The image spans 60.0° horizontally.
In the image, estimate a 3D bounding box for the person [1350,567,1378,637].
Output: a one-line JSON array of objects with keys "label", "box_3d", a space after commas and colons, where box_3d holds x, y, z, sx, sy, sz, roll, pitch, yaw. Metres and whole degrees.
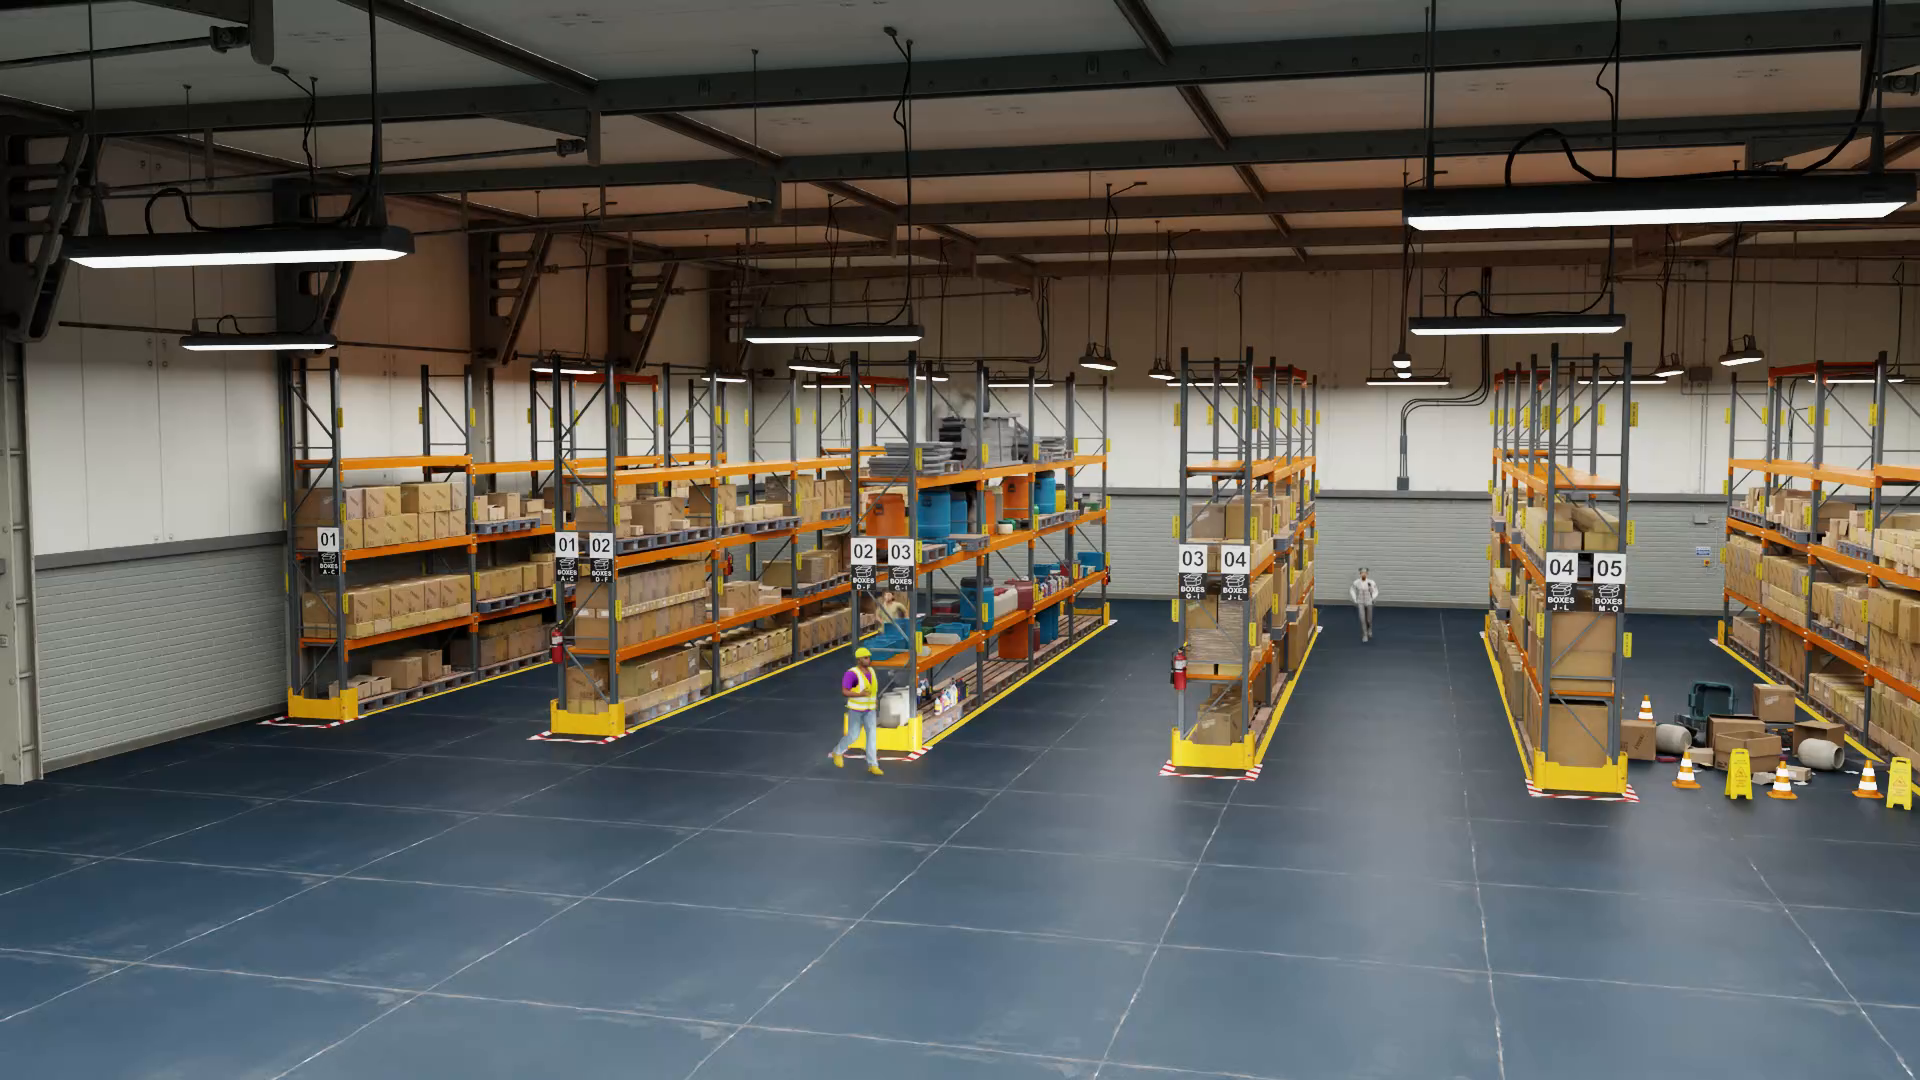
[{"label": "person", "box_3d": [9.084, 1.393, 37.418, 0.631, 1.598, 0.562, 1, 4, 15]}]

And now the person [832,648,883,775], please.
[{"label": "person", "box_3d": [-1.388, 2.378, 23.344, 0.730, 1.747, 0.985, -4, 6, -43]}]

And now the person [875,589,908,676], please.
[{"label": "person", "box_3d": [-1.307, 1.715, 31.258, 0.594, 1.618, 0.762, 1, 4, 18]}]
